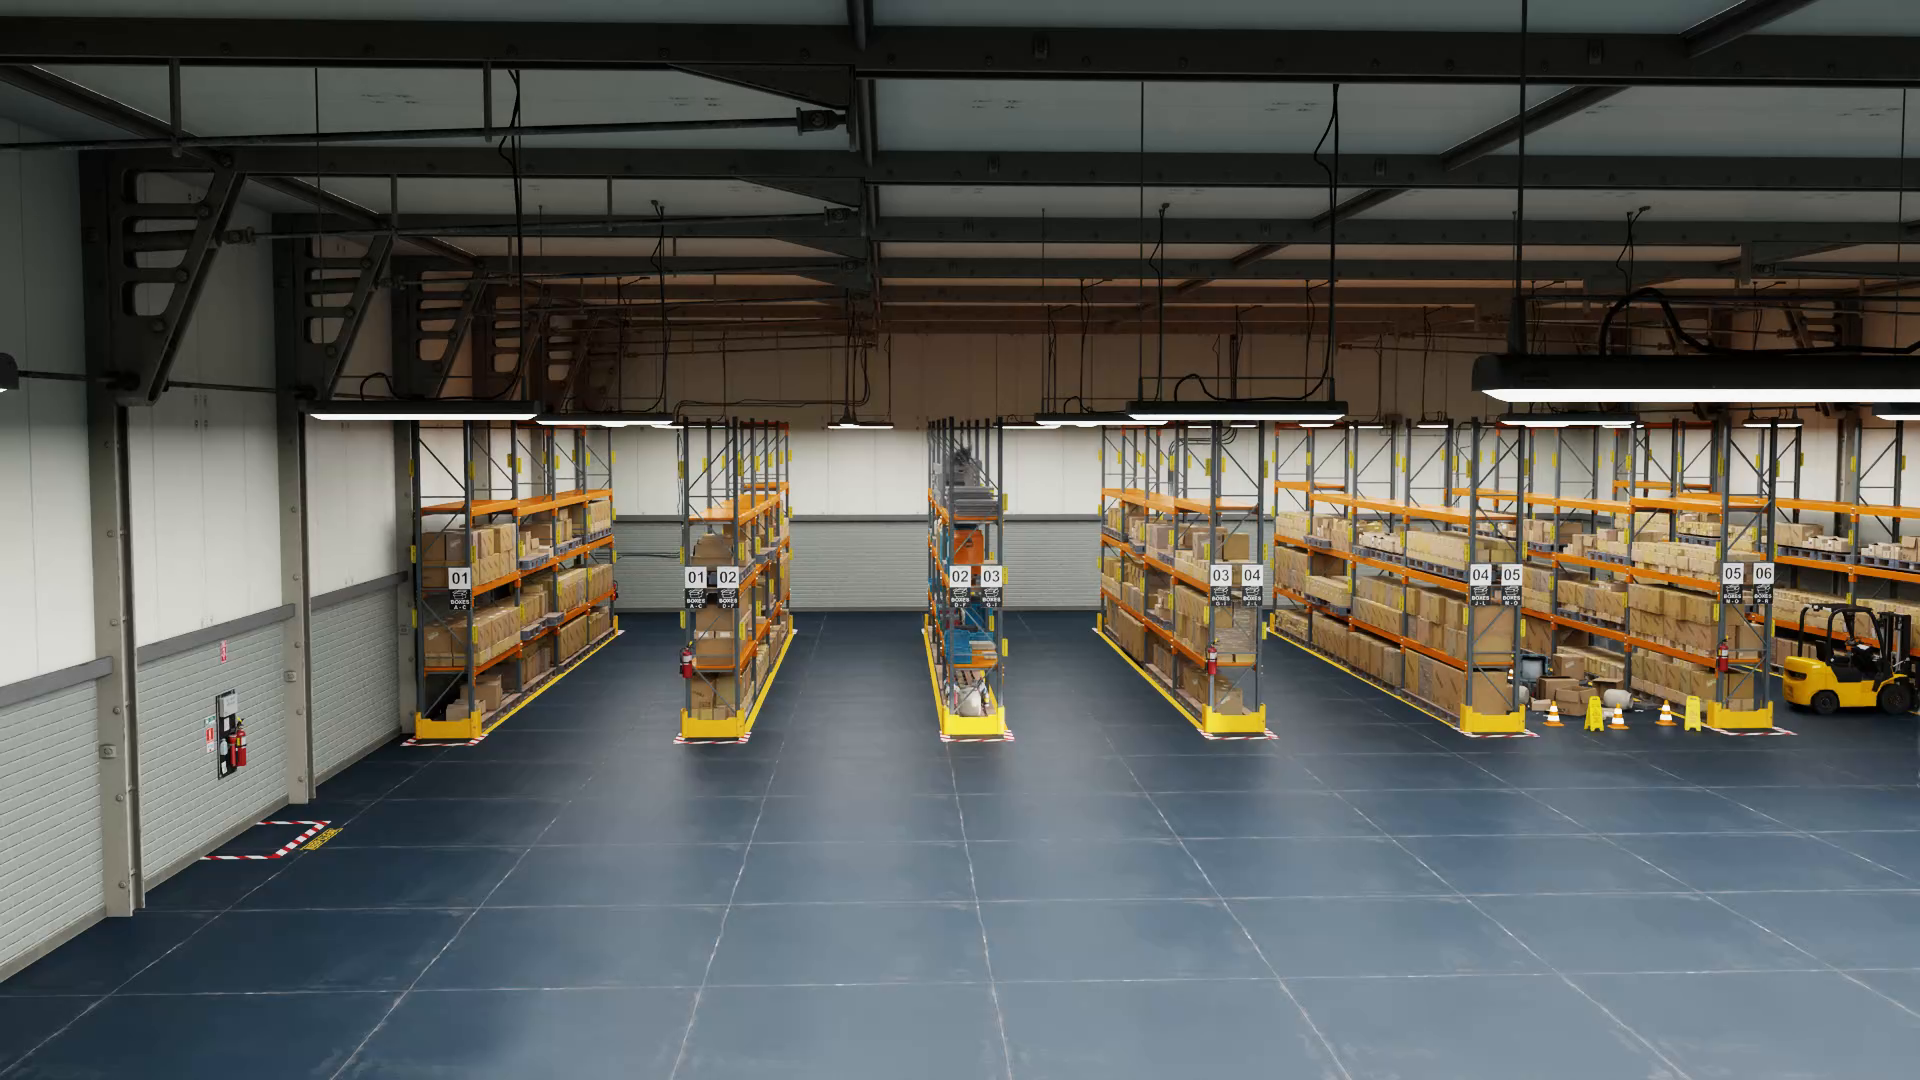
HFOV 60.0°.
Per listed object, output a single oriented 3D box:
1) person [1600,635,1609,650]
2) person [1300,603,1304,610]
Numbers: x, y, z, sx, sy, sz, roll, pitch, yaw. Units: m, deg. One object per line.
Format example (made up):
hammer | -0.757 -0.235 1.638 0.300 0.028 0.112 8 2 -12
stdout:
person | 16.333 2.053 42.521 0.657 1.827 0.829 0 4 -4
person | 10.124 1.678 48.878 0.888 1.721 0.686 4 5 43
